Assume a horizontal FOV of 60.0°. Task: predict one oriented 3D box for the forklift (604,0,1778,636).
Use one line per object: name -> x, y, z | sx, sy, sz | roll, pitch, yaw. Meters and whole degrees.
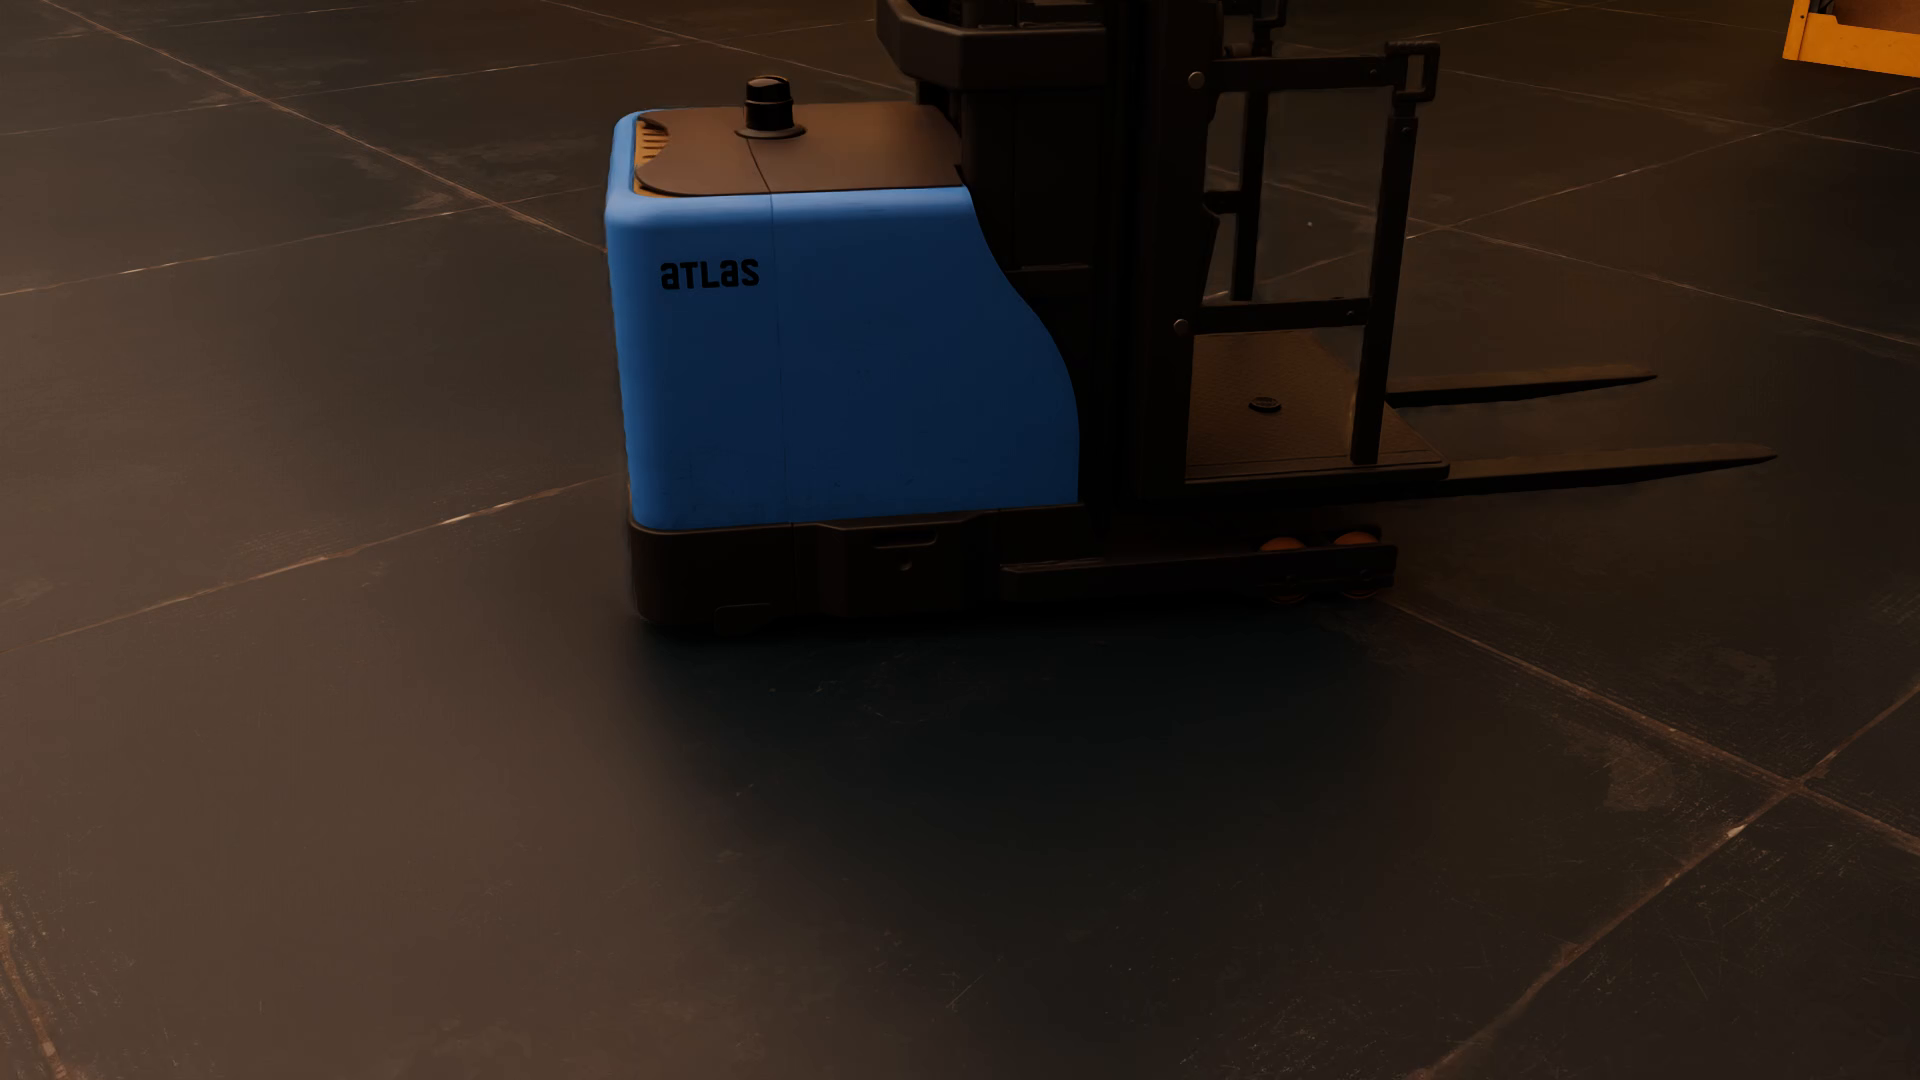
forklift -> 0.647, -1.379, 3.982 | 3.031, 2.935, 1.130 | -4, 27, -8
